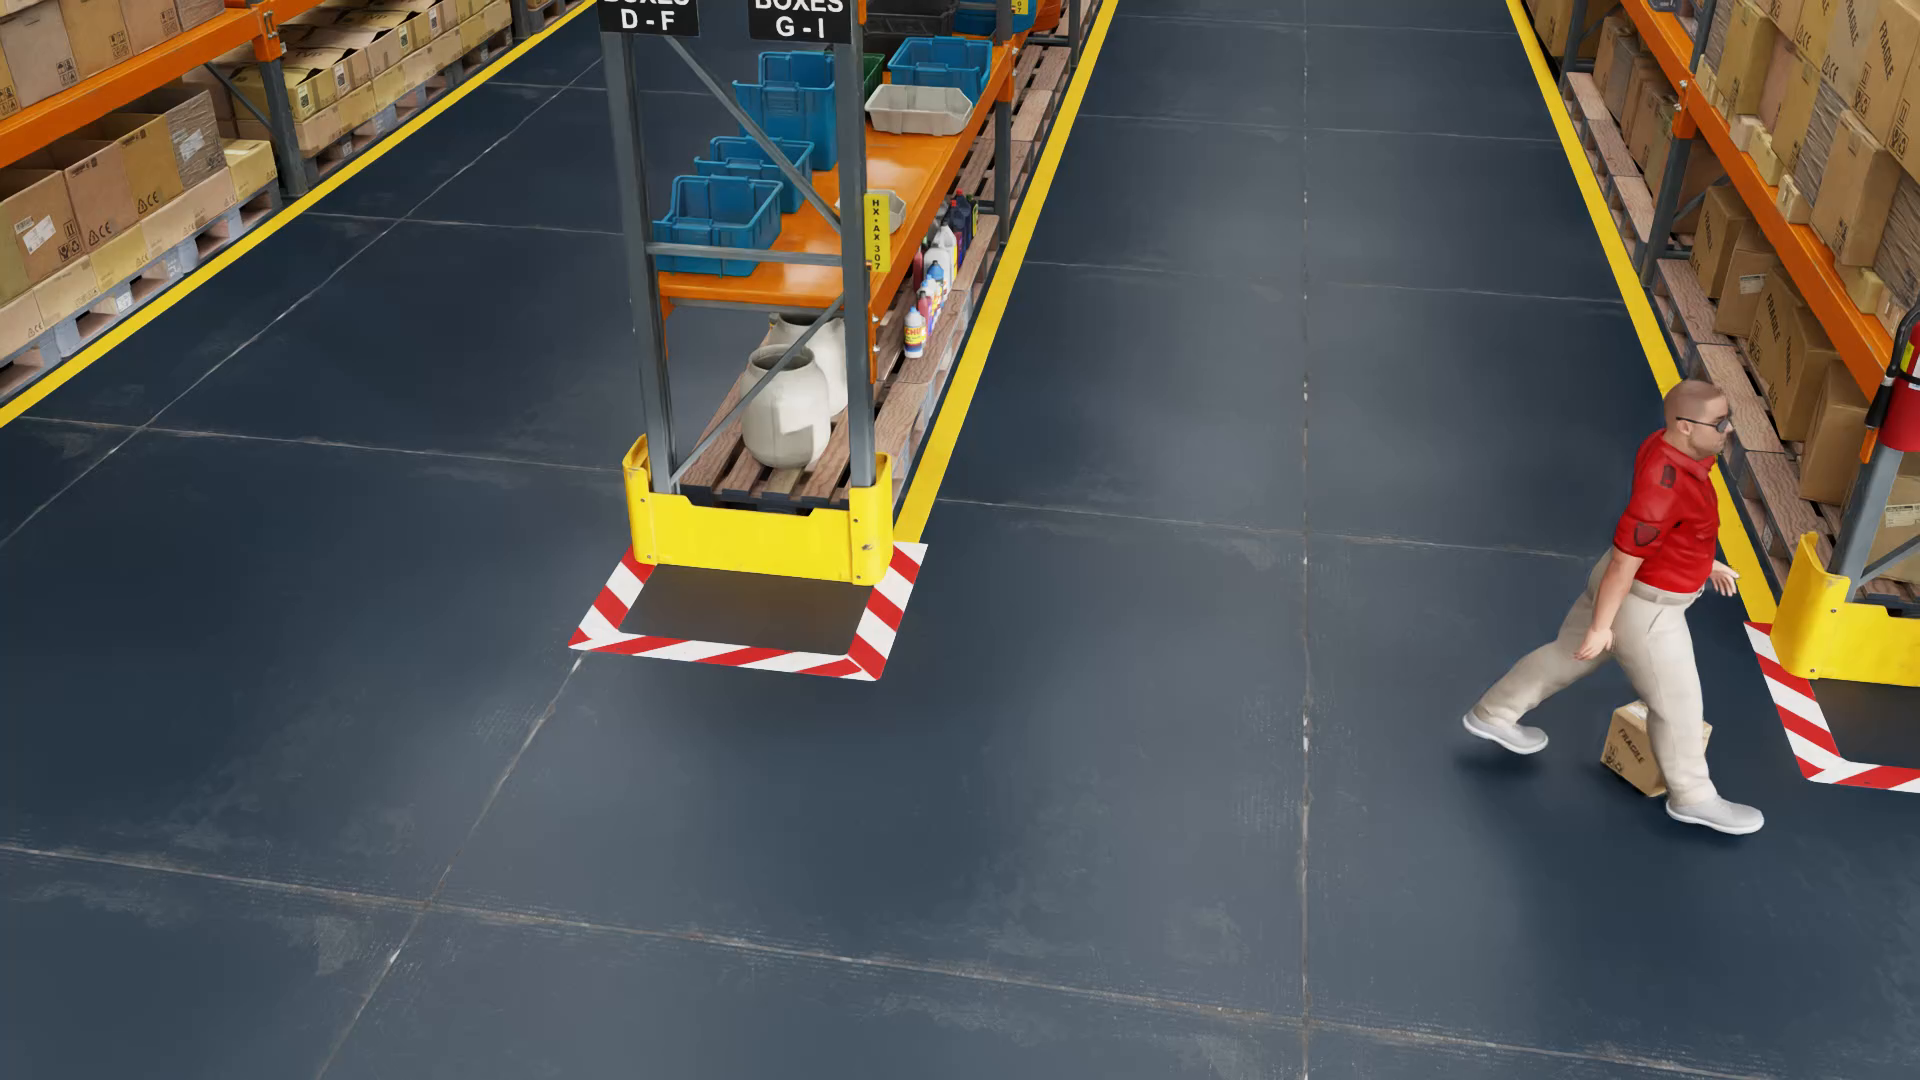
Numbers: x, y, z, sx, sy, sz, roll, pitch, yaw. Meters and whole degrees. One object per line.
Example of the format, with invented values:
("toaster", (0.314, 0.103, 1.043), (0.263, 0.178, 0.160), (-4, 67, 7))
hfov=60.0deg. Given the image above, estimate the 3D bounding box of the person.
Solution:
("person", (2.438, 0.194, 5.831), (1.067, 1.664, 0.563), (10, 33, 15))
